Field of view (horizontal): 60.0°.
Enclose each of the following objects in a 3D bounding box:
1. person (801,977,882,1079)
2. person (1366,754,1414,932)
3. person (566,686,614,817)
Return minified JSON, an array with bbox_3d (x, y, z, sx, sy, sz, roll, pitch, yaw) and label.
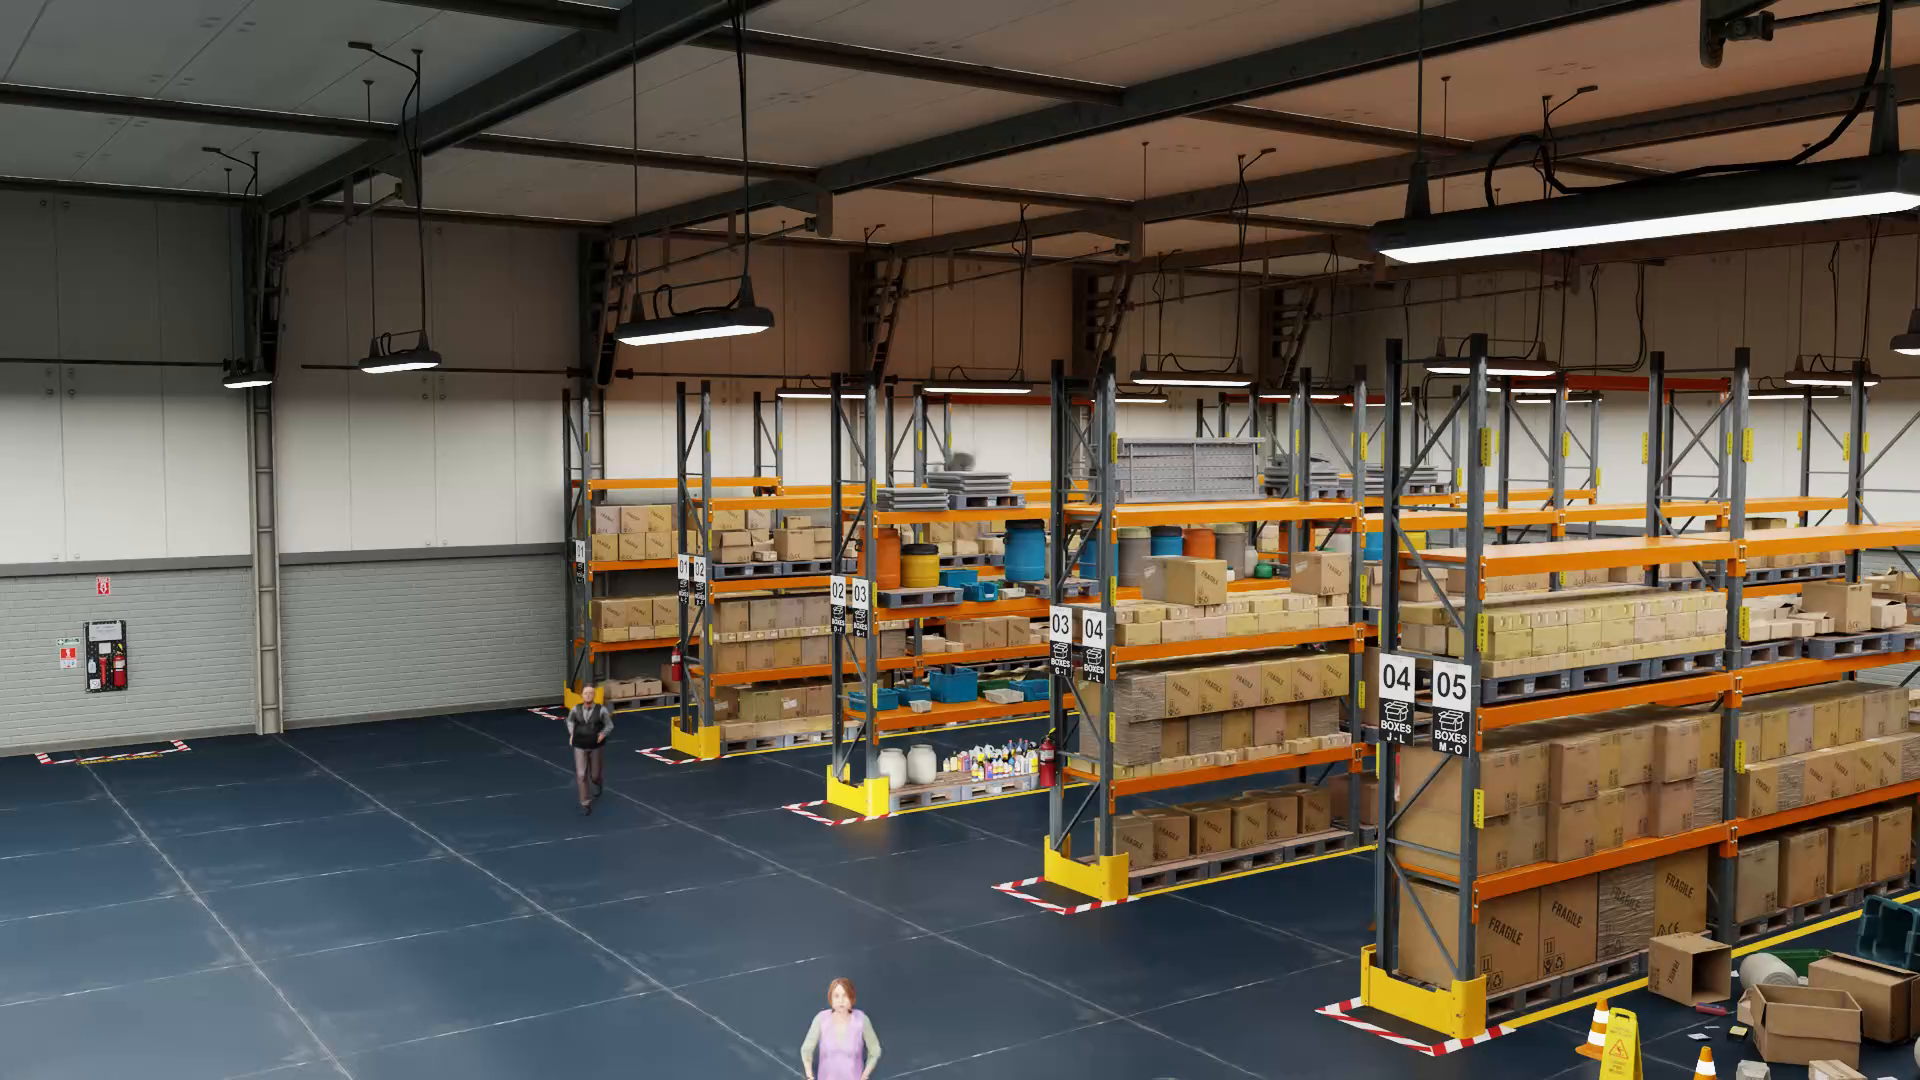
[{"bbox_3d":[-0.794,3.681,11.124,0.542,1.558,0.546,0,4,-4],"label":"person"},{"bbox_3d":[4.603,3.145,17.430,0.882,1.819,0.628,-3,5,-43],"label":"person"},{"bbox_3d":[-5.079,2.898,22.793,0.662,1.645,0.875,0,4,-4],"label":"person"}]
